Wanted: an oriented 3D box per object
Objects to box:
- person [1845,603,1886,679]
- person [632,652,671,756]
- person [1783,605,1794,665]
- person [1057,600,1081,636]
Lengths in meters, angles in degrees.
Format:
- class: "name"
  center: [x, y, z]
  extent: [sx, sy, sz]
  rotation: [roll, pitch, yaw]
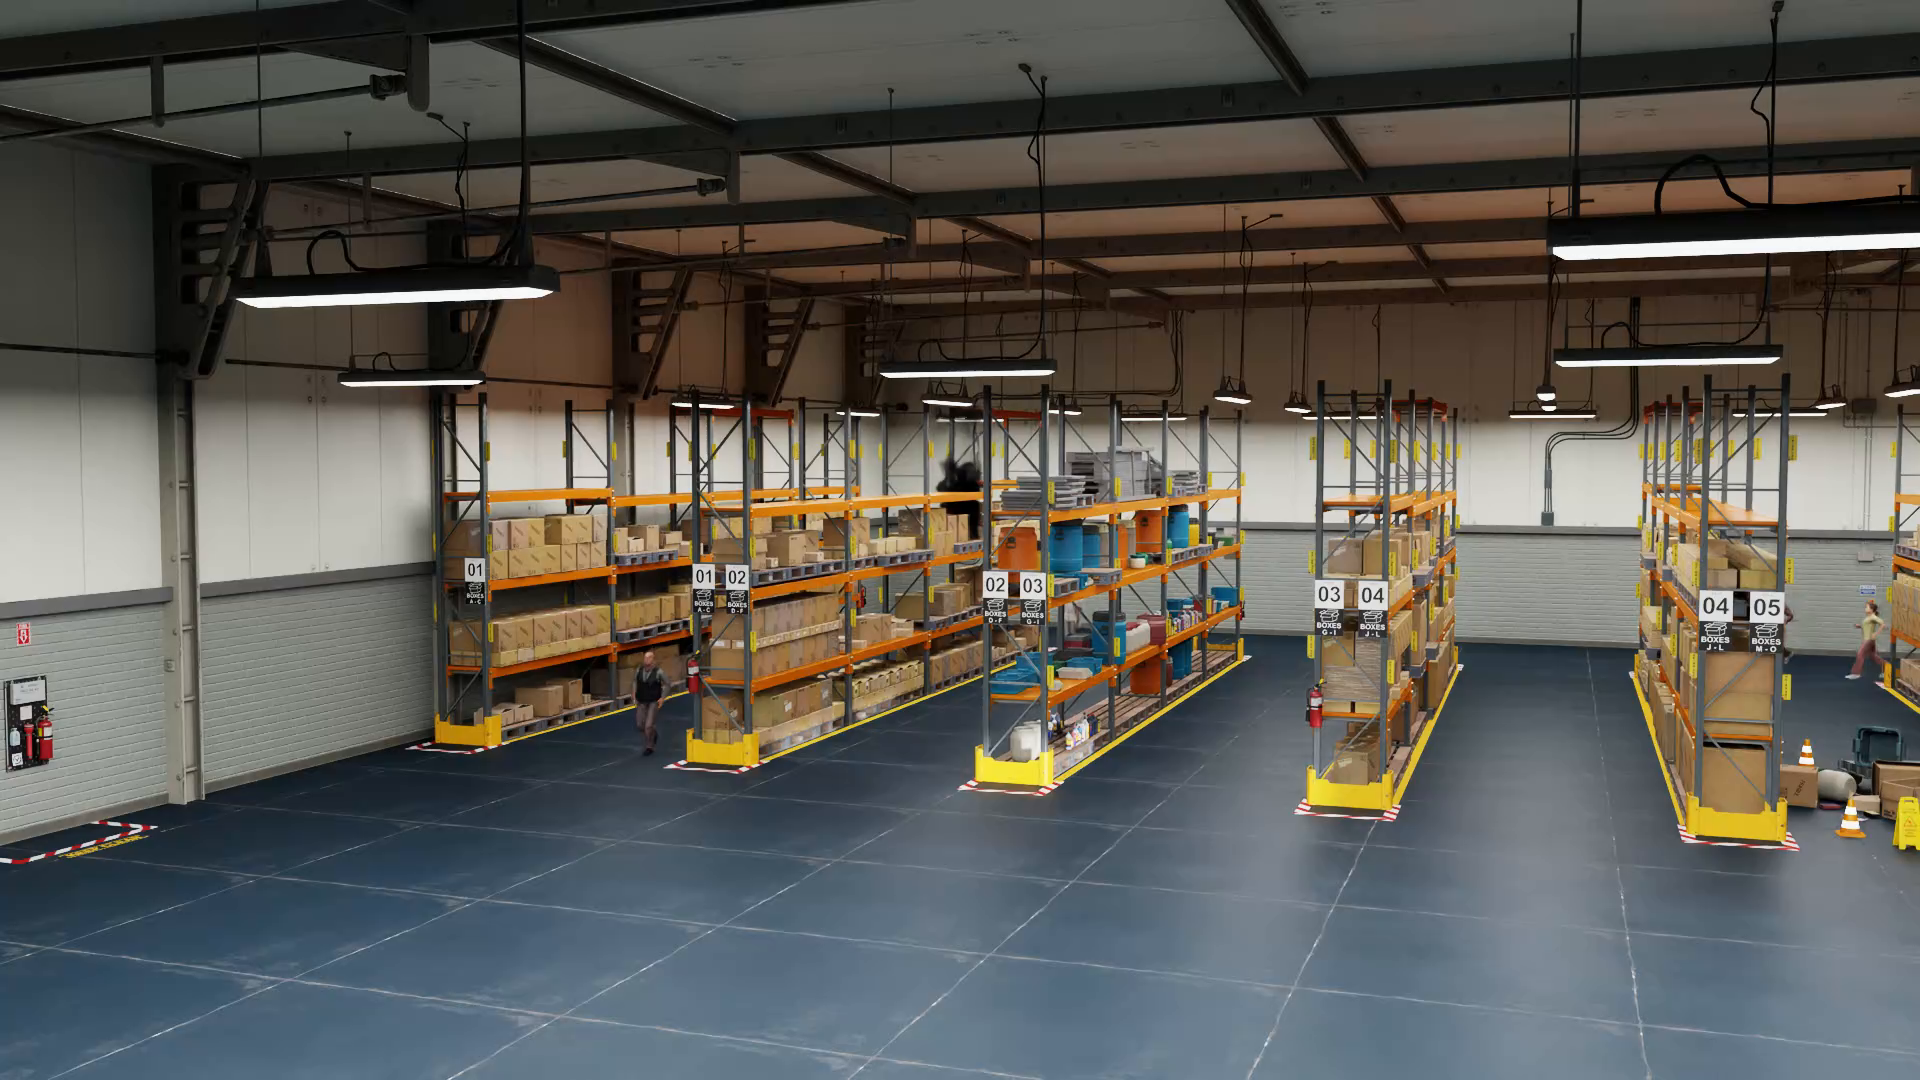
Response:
- class: "person"
  center: [19.886, 2.206, 36.345]
  extent: [0.957, 1.667, 0.569]
  rotation: [1, 3, 19]
- class: "person"
  center: [-5.148, 2.704, 27.625]
  extent: [0.692, 1.699, 0.562]
  rotation: [1, 3, 17]
- class: "person"
  center: [18.616, 2.089, 37.979]
  extent: [1.007, 1.767, 0.707]
  rotation: [0, 3, -6]
- class: "person"
  center: [2.519, 1.858, 38.343]
  extent: [0.556, 1.664, 0.494]
  rotation: [1, 3, 11]
